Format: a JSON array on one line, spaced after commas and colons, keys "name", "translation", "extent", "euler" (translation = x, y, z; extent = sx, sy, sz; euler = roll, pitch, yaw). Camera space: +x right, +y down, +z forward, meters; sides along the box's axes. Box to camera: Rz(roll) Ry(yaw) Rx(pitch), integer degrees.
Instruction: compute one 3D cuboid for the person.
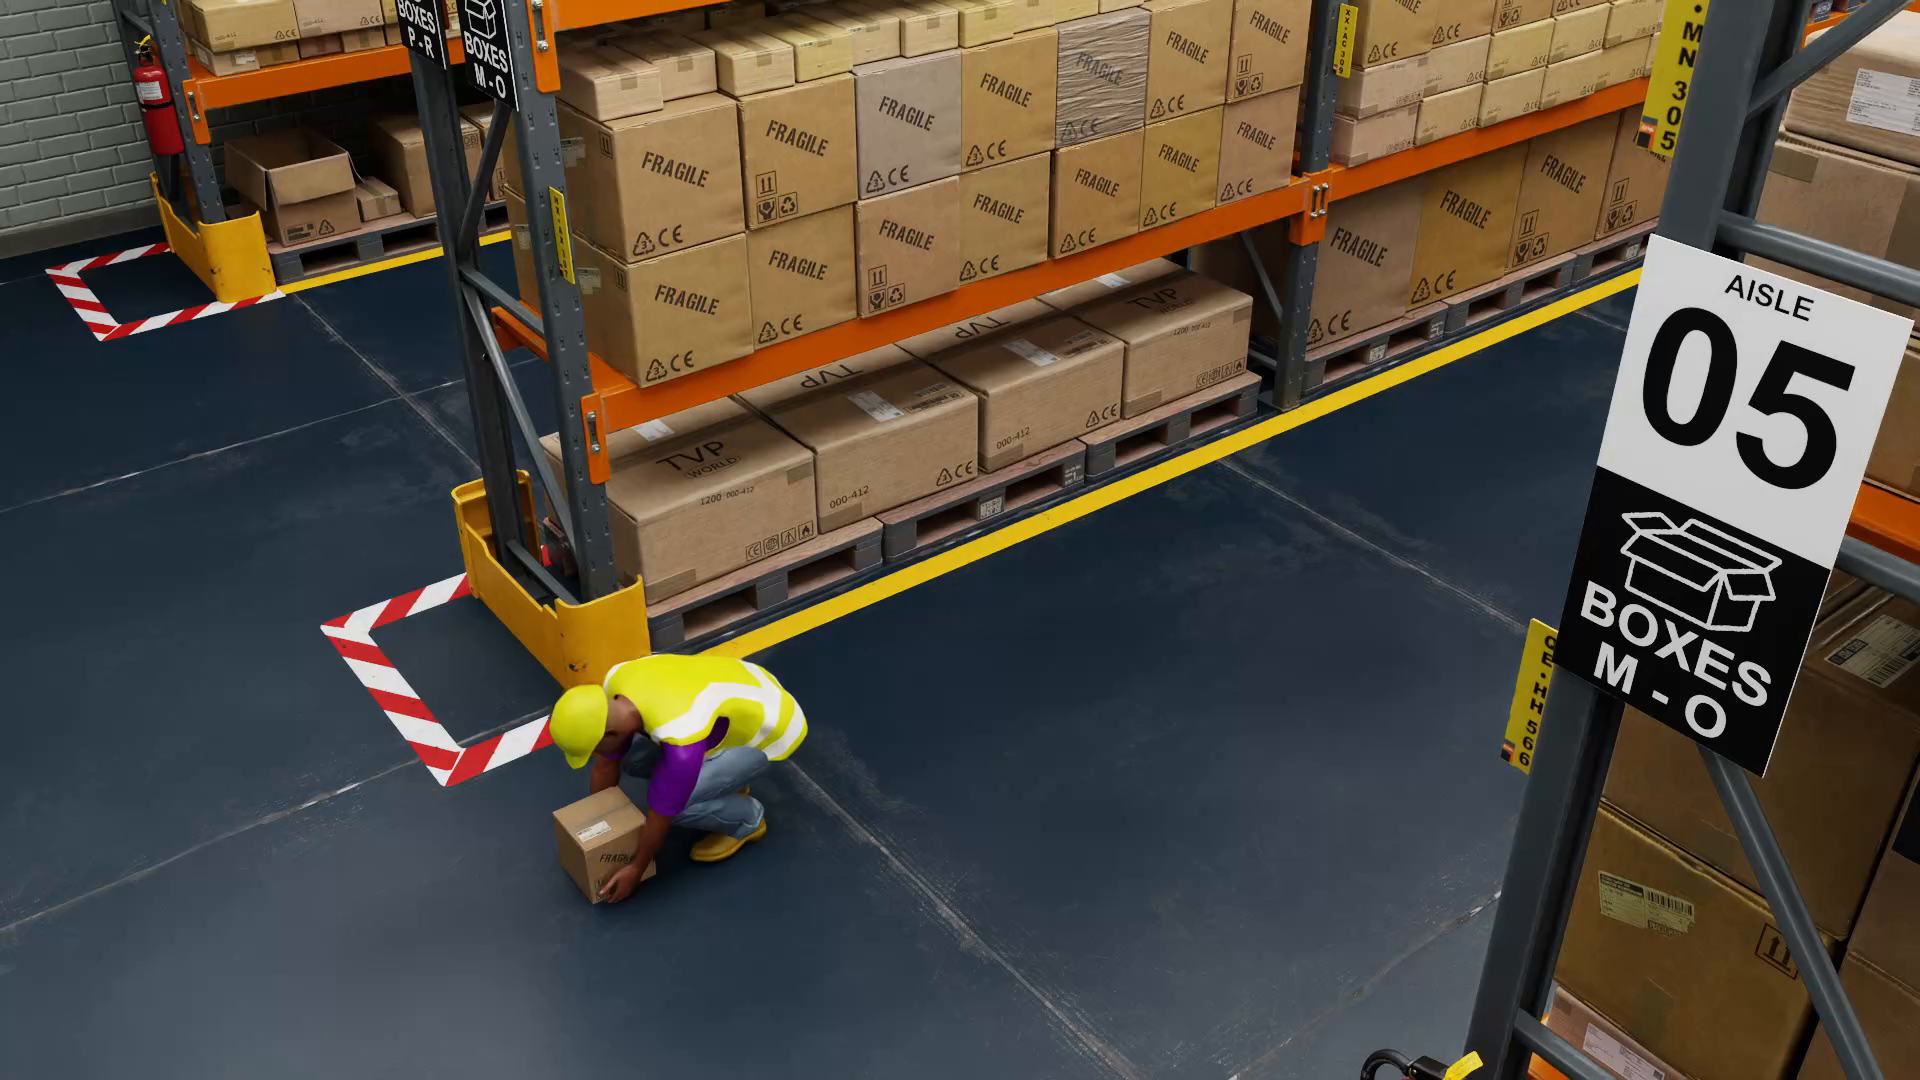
[{"name": "person", "translation": [-0.968, 0.759, 5.817], "extent": [0.905, 0.892, 0.557], "euler": [-18, 36, -27]}]
